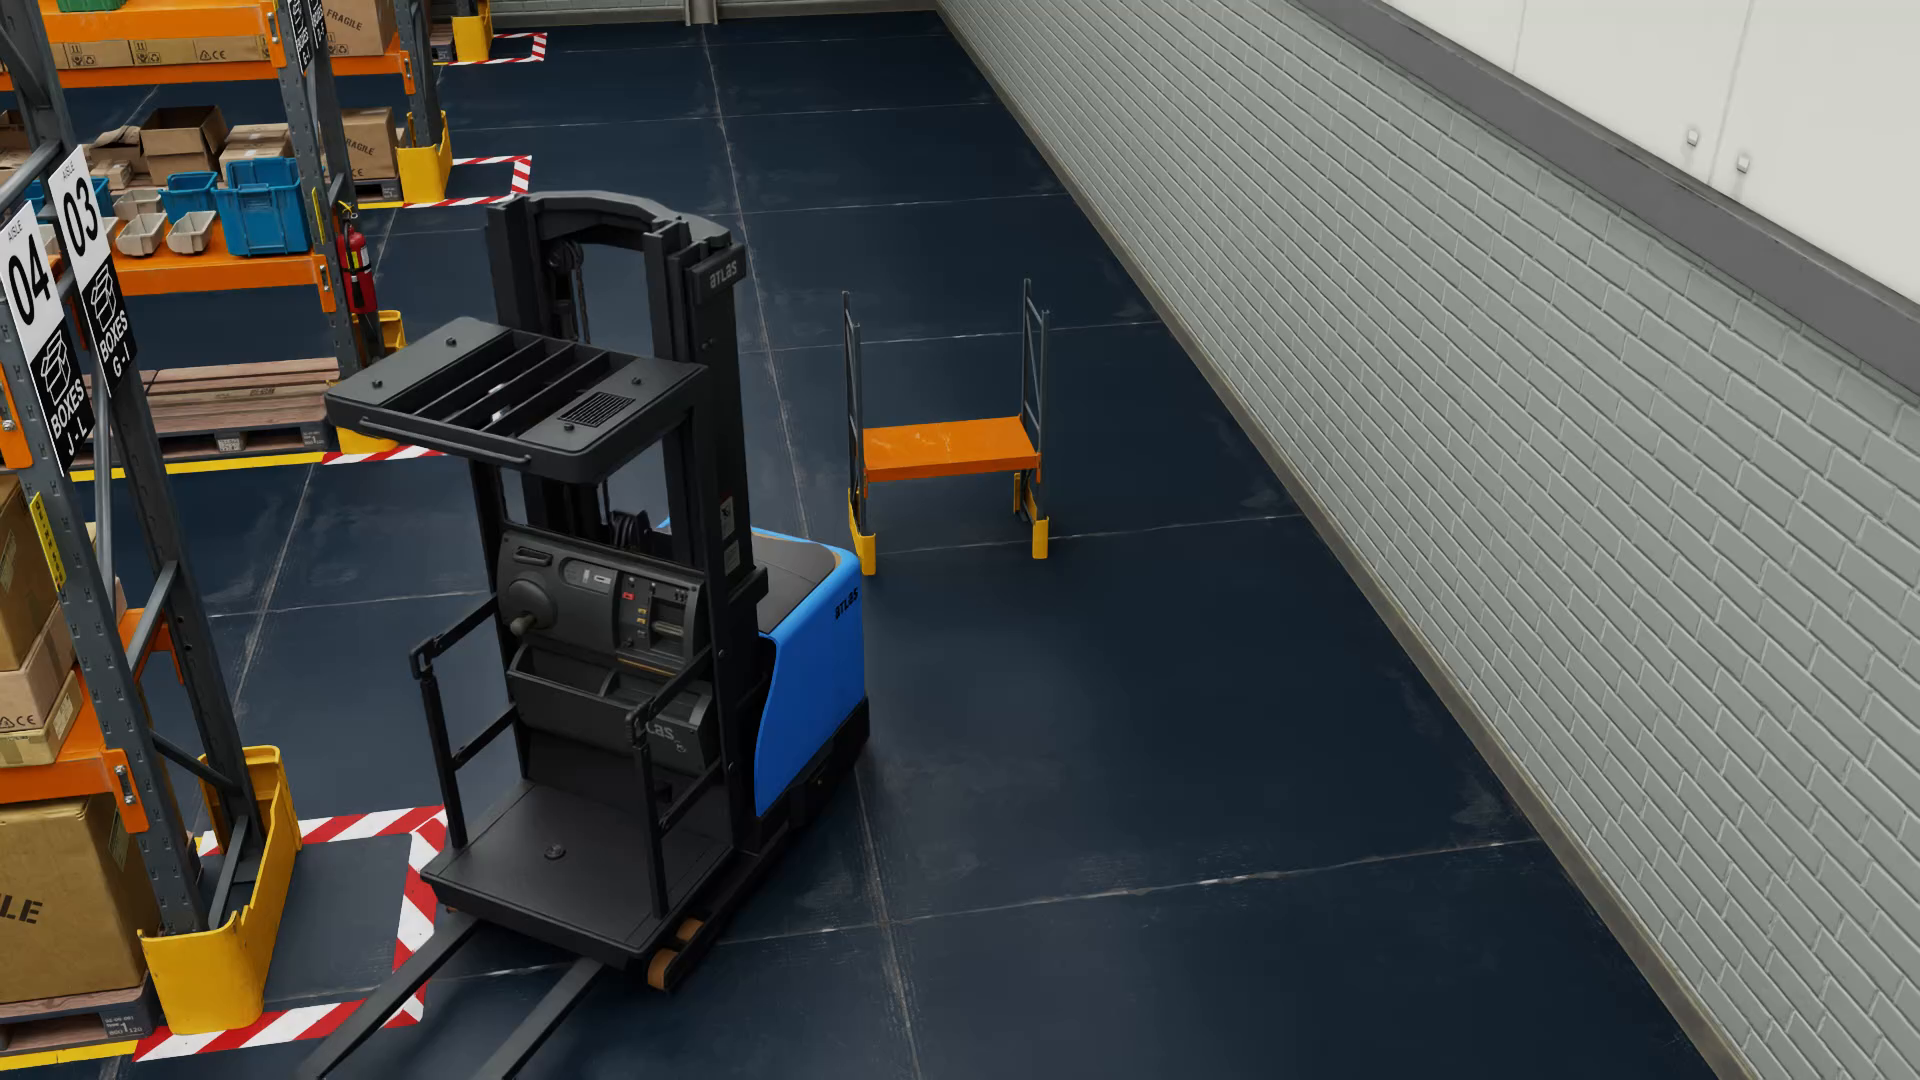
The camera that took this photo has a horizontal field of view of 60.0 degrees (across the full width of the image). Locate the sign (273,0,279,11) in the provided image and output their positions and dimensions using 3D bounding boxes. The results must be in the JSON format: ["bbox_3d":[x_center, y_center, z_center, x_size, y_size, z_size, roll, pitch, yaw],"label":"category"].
[{"bbox_3d":[-3.822,-3.108,9.221,0.005,0.325,0.100,-5,31,-9],"label":"sign"}]

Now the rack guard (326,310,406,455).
[{"bbox_3d":[-3.916,-1.064,11.067,0.348,0.500,1.175,-5,31,-9],"label":"rack guard"}]

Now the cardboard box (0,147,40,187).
[{"bbox_3d":[-8.308,-3.199,14.450,0.500,0.311,0.500,-5,31,-9],"label":"cardboard box"}]

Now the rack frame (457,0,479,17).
[{"bbox_3d":[-5.721,-7.073,18.819,0.127,3.000,1.000,-5,31,-9],"label":"rack frame"}]

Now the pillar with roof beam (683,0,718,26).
[{"bbox_3d":[-2.446,-8.190,14.801,0.400,9.000,9.100,-5,31,-9],"label":"pillar with roof beam"}]

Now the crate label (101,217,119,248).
[{"bbox_3d":[-5.264,-1.824,10.093,0.243,0.136,0.396,-5,31,-9],"label":"crate label"}]

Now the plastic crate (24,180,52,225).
[{"bbox_3d":[-5.829,-2.081,10.436,0.300,0.233,0.416,-5,31,-9],"label":"plastic crate"}]

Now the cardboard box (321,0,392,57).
[{"bbox_3d":[-5.217,-4.470,14.294,0.500,0.500,0.500,-4,31,-7],"label":"cardboard box"}]

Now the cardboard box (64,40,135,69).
[{"bbox_3d":[-7.214,-4.285,13.979,0.500,0.500,0.500,-5,31,-9],"label":"cardboard box"}]

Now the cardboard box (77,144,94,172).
[{"bbox_3d":[-7.893,-3.456,15.047,0.250,0.149,0.380,-5,31,-9],"label":"cardboard box"}]

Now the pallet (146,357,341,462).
[{"bbox_3d":[-4.755,-0.875,11.030,1.213,0.211,1.003,-5,31,-9],"label":"pallet"}]

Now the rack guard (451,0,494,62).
[{"bbox_3d":[-5.698,-5.997,19.456,0.348,0.500,1.175,-5,31,-9],"label":"rack guard"}]

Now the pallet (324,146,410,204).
[{"bbox_3d":[-5.684,-3.321,15.190,1.213,0.211,1.003,-5,31,-9],"label":"pallet"}]

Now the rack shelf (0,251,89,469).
[{"bbox_3d":[-5.012,-0.464,5.330,4.000,0.370,1.077,-5,31,-9],"label":"rack shelf"}]

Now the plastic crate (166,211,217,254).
[{"bbox_3d":[-4.706,-1.881,10.190,0.243,0.136,0.396,-5,31,-9],"label":"plastic crate"}]

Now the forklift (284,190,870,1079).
[{"bbox_3d":[-1.511,0.293,6.360,1.130,2.935,3.031,13,33,21],"label":"forklift"}]

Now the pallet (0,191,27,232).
[{"bbox_3d":[-3.773,-0.846,5.357,1.213,0.211,1.003,-5,31,-9],"label":"pallet"}]

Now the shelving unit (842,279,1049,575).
[{"bbox_3d":[-0.075,-0.640,9.358,1.083,1.500,0.587,-5,31,-9],"label":"shelving unit"}]

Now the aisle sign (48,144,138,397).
[{"bbox_3d":[-3.028,-0.941,5.825,0.004,0.787,0.394,-5,31,-9],"label":"aisle sign"}]

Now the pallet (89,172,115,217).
[{"bbox_3d":[-8.084,-3.098,14.811,1.213,0.211,1.003,-5,31,-9],"label":"pallet"}]

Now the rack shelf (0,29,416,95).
[{"bbox_3d":[-6.793,-4.110,14.491,4.000,0.370,1.077,-5,31,-9],"label":"rack shelf"}]

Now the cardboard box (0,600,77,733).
[{"bbox_3d":[-3.474,0.449,5.881,0.500,0.250,0.500,-6,31,-10],"label":"cardboard box"}]

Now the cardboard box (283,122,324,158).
[{"bbox_3d":[-5.903,-3.654,15.283,0.500,0.250,0.500,-5,31,-9],"label":"cardboard box"}]

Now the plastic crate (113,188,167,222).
[{"bbox_3d":[-5.237,-2.137,10.626,0.298,0.136,0.250,-5,31,-9],"label":"plastic crate"}]

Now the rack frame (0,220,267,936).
[{"bbox_3d":[-3.045,0.336,6.219,0.127,3.000,1.000,-5,31,-9],"label":"rack frame"}]

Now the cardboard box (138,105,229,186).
[{"bbox_3d":[-6.913,-3.526,14.815,0.637,0.503,0.797,-5,31,-9],"label":"cardboard box"}]

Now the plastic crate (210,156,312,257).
[{"bbox_3d":[-4.233,-2.051,10.184,0.499,0.435,0.616,-5,31,-9],"label":"plastic crate"}]

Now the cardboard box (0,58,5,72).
[{"bbox_3d":[-8.210,-4.192,13.821,0.500,0.500,0.500,-5,31,-8],"label":"cardboard box"}]

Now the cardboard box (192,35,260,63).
[{"bbox_3d":[-6.218,-4.378,14.137,0.500,0.500,0.500,-5,31,-9],"label":"cardboard box"}]

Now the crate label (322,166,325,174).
[{"bbox_3d":[-4.239,-2.228,10.687,0.303,0.233,0.416,-5,31,-9],"label":"crate label"}]

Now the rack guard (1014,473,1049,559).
[{"bbox_3d":[0.415,-0.146,9.752,0.087,0.250,0.587,-5,31,-9],"label":"rack guard"}]

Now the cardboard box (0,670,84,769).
[{"bbox_3d":[-3.336,0.641,5.948,0.250,0.149,0.380,-5,31,-8],"label":"cardboard box"}]

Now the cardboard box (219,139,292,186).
[{"bbox_3d":[-6.256,-3.363,14.789,0.500,0.250,0.500,-5,31,-9],"label":"cardboard box"}]

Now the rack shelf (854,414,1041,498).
[{"bbox_3d":[-0.084,-0.484,9.448,1.000,0.185,0.538,-5,31,-9],"label":"rack shelf"}]

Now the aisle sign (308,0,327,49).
[{"bbox_3d":[-3.920,-3.408,10.023,0.004,0.787,0.394,-5,31,-9],"label":"aisle sign"}]

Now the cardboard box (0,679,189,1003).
[{"bbox_3d":[-3.660,1.169,6.484,0.875,0.875,0.875,-5,31,-9],"label":"cardboard box"}]

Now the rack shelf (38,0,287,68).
[{"bbox_3d":[-5.904,-2.934,9.530,4.000,0.370,1.077,-5,31,-9],"label":"rack shelf"}]

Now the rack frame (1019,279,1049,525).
[{"bbox_3d":[0.416,-0.685,9.436,0.032,1.500,0.500,-5,31,-9],"label":"rack frame"}]

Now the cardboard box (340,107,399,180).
[{"bbox_3d":[-5.316,-3.543,14.848,0.500,0.500,0.500,-5,31,-9],"label":"cardboard box"}]
